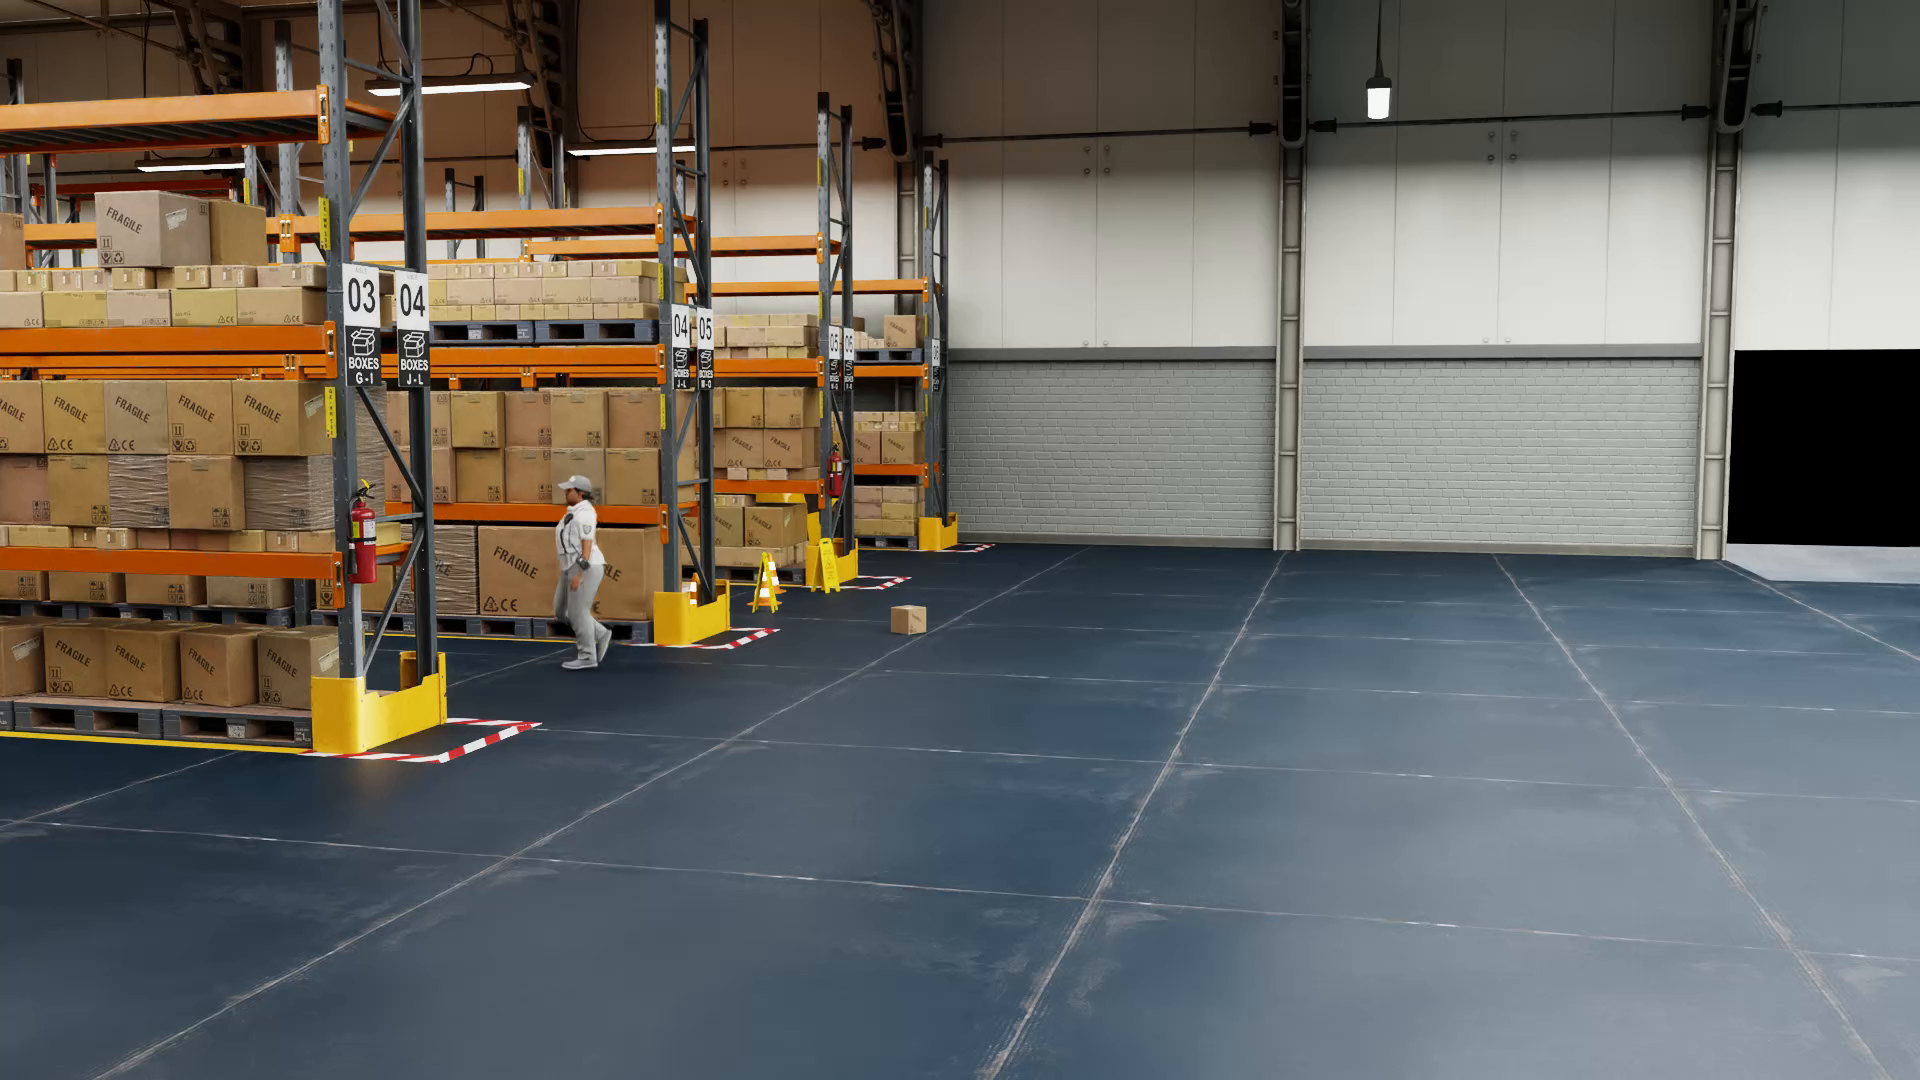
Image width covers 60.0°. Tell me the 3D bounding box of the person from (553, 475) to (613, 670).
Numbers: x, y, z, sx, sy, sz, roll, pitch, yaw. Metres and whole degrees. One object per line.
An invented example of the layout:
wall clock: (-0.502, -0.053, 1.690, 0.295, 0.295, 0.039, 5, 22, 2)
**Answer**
person: (-3.207, 0.266, 14.239, 0.496, 1.651, 0.490, -2, 5, -26)
